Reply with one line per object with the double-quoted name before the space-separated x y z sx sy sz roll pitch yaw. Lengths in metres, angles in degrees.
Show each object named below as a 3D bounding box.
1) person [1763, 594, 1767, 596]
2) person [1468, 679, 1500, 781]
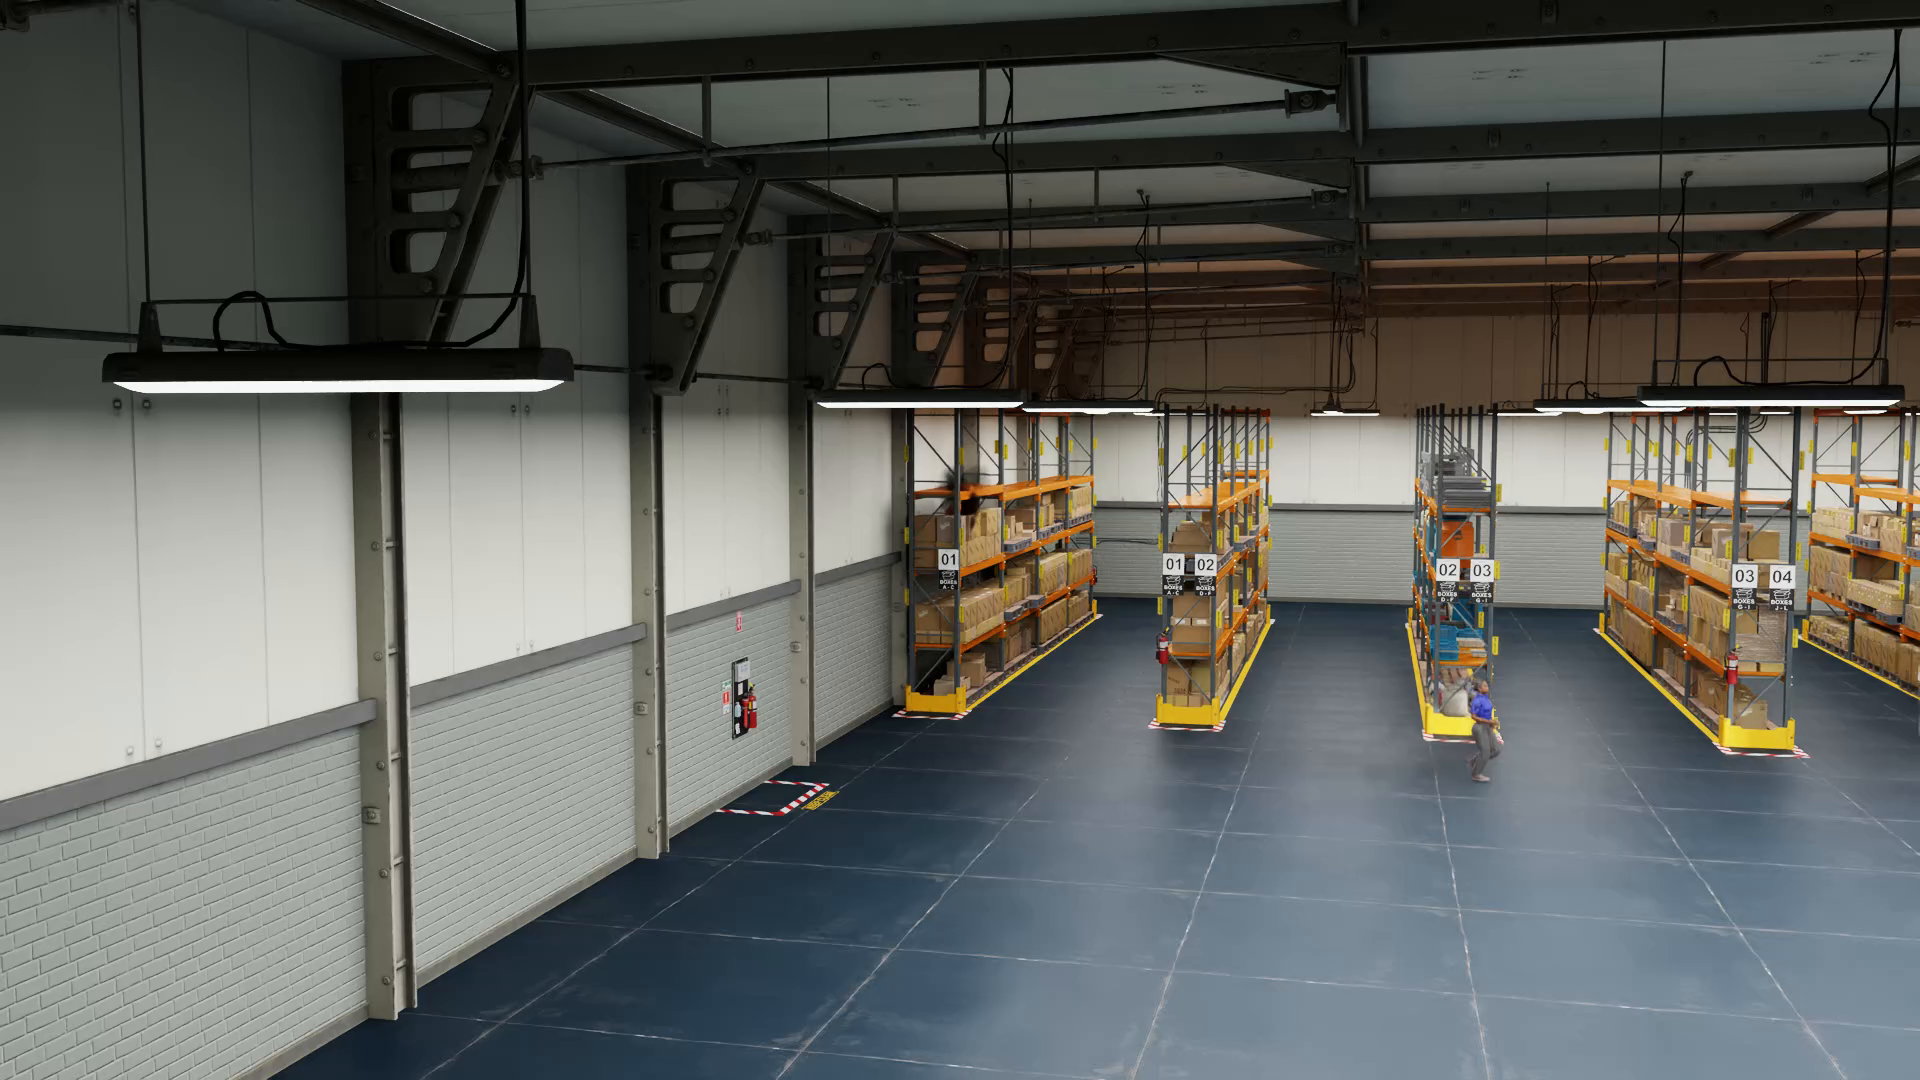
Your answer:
"person" 20.881 1.732 43.853 0.507 1.621 0.674 -2 5 -28
"person" 8.284 3.003 26.258 0.568 1.609 0.570 3 5 39
